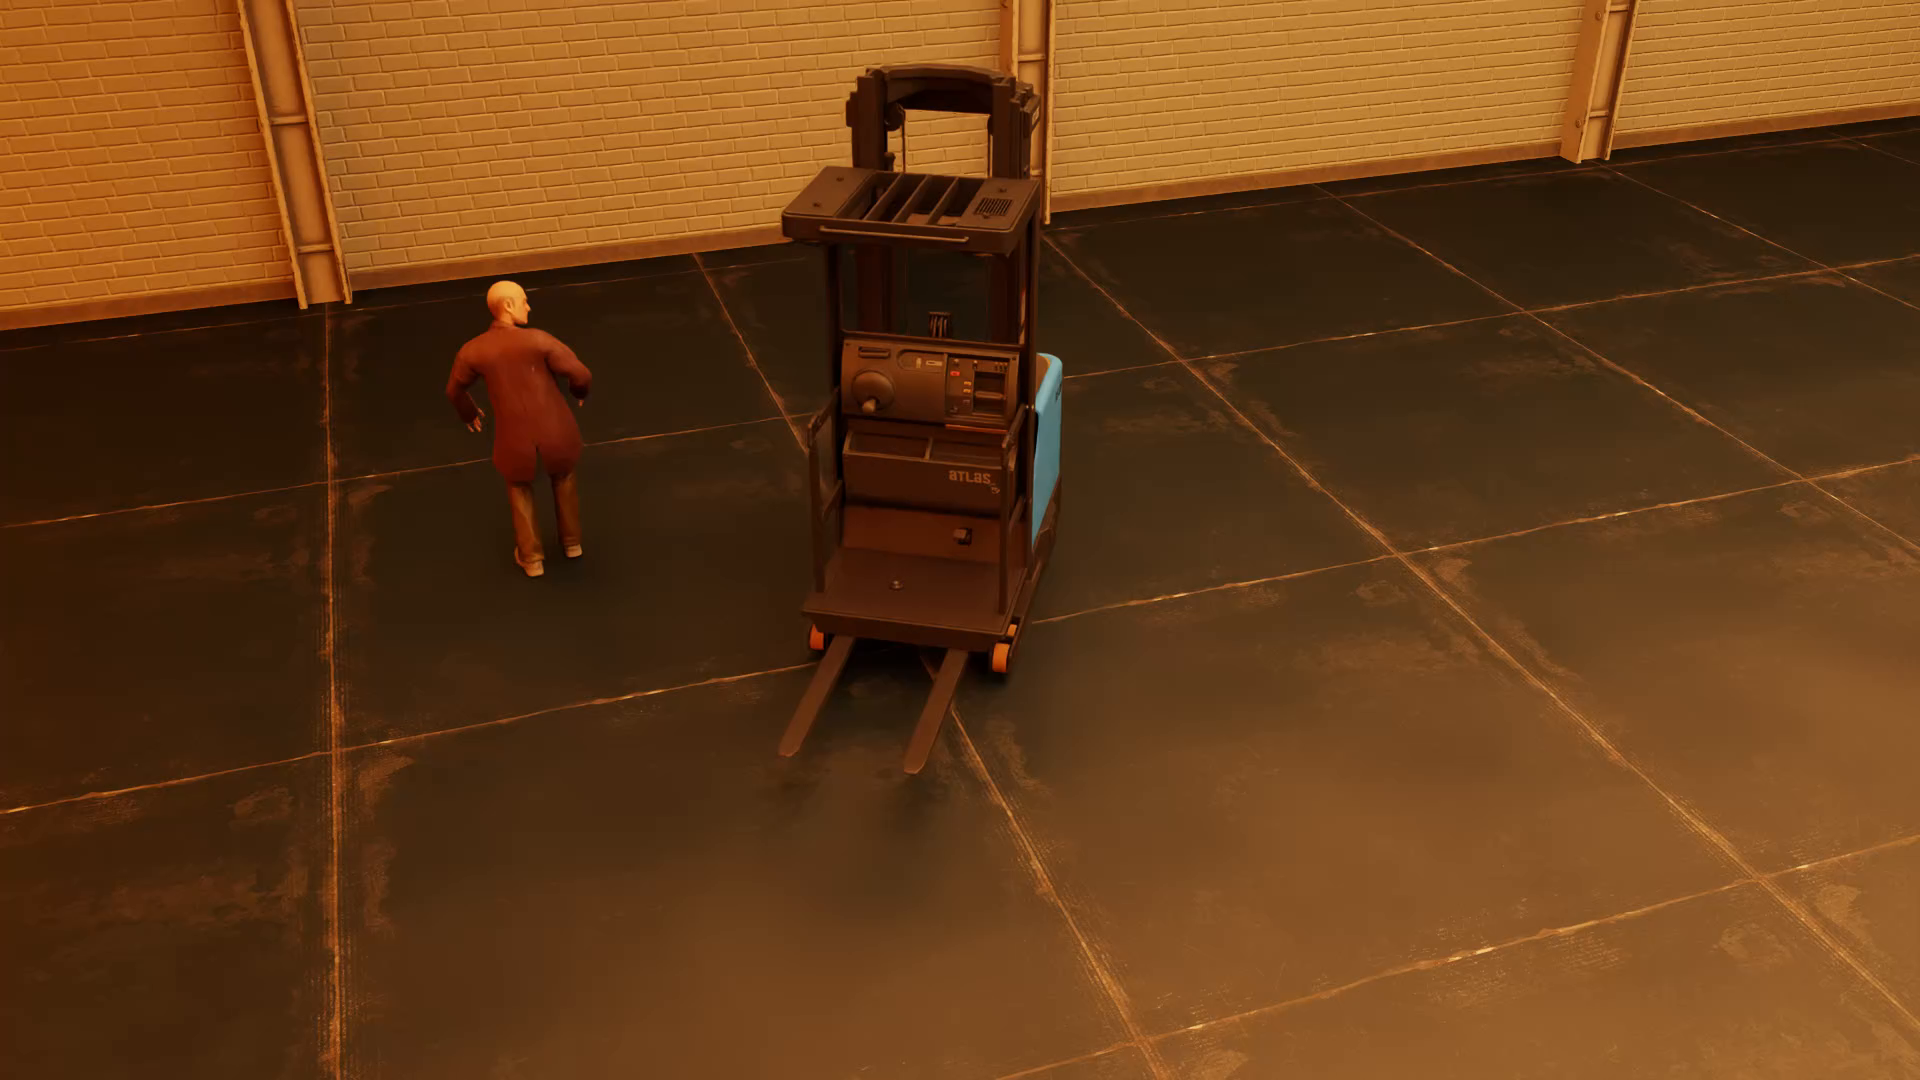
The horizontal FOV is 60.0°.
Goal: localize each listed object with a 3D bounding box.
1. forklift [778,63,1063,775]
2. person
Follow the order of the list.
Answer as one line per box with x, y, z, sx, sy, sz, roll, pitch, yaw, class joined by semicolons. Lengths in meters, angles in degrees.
-0.202;-0.767;8.421;1.130;2.935;3.031;6;31;11;forklift
-2.459;-0.649;9.445;0.808;1.733;0.548;-5;30;-8;person
